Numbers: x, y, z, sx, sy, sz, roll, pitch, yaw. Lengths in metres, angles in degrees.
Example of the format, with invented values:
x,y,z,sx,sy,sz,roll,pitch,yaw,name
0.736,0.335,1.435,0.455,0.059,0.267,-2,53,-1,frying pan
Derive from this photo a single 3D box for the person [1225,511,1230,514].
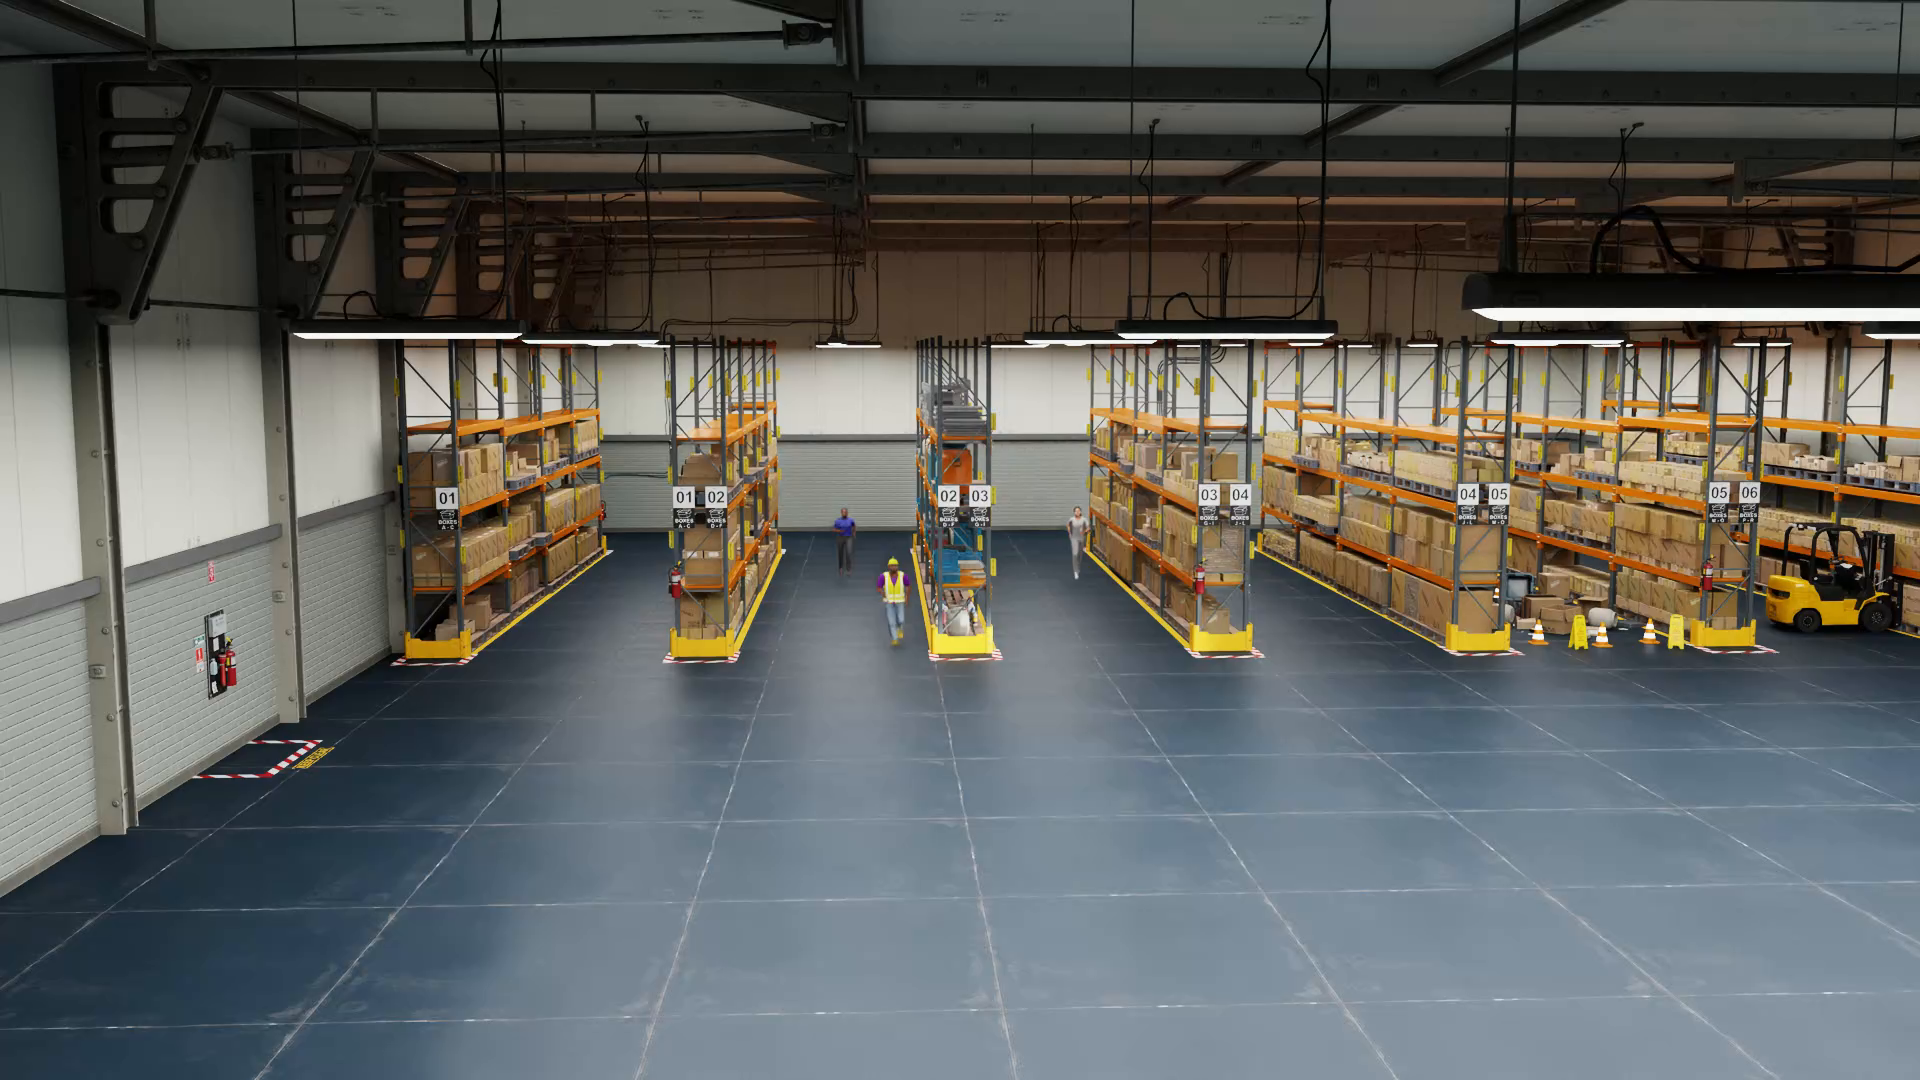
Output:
x,y,z,sx,sy,sz,roll,pitch,yaw,name
7.384,-0.408,47.053,0.669,1.595,0.578,1,7,10,person

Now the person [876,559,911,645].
x,y,z,sx,sy,sz,roll,pitch,yaw,name
-1.281,1.207,32.314,0.690,1.703,0.584,0,7,-4,person

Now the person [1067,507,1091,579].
x,y,z,sx,sy,sz,roll,pitch,yaw,name
2.891,0.040,40.484,0.559,1.733,0.786,0,6,0,person

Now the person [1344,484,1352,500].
x,y,z,sx,sy,sz,roll,pitch,yaw,name
11.411,-0.775,49.217,0.988,1.767,0.668,0,6,-2,person

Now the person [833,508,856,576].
x,y,z,sx,sy,sz,roll,pitch,yaw,name
-2.811,0.061,40.681,0.575,1.670,0.913,-1,7,-8,person
